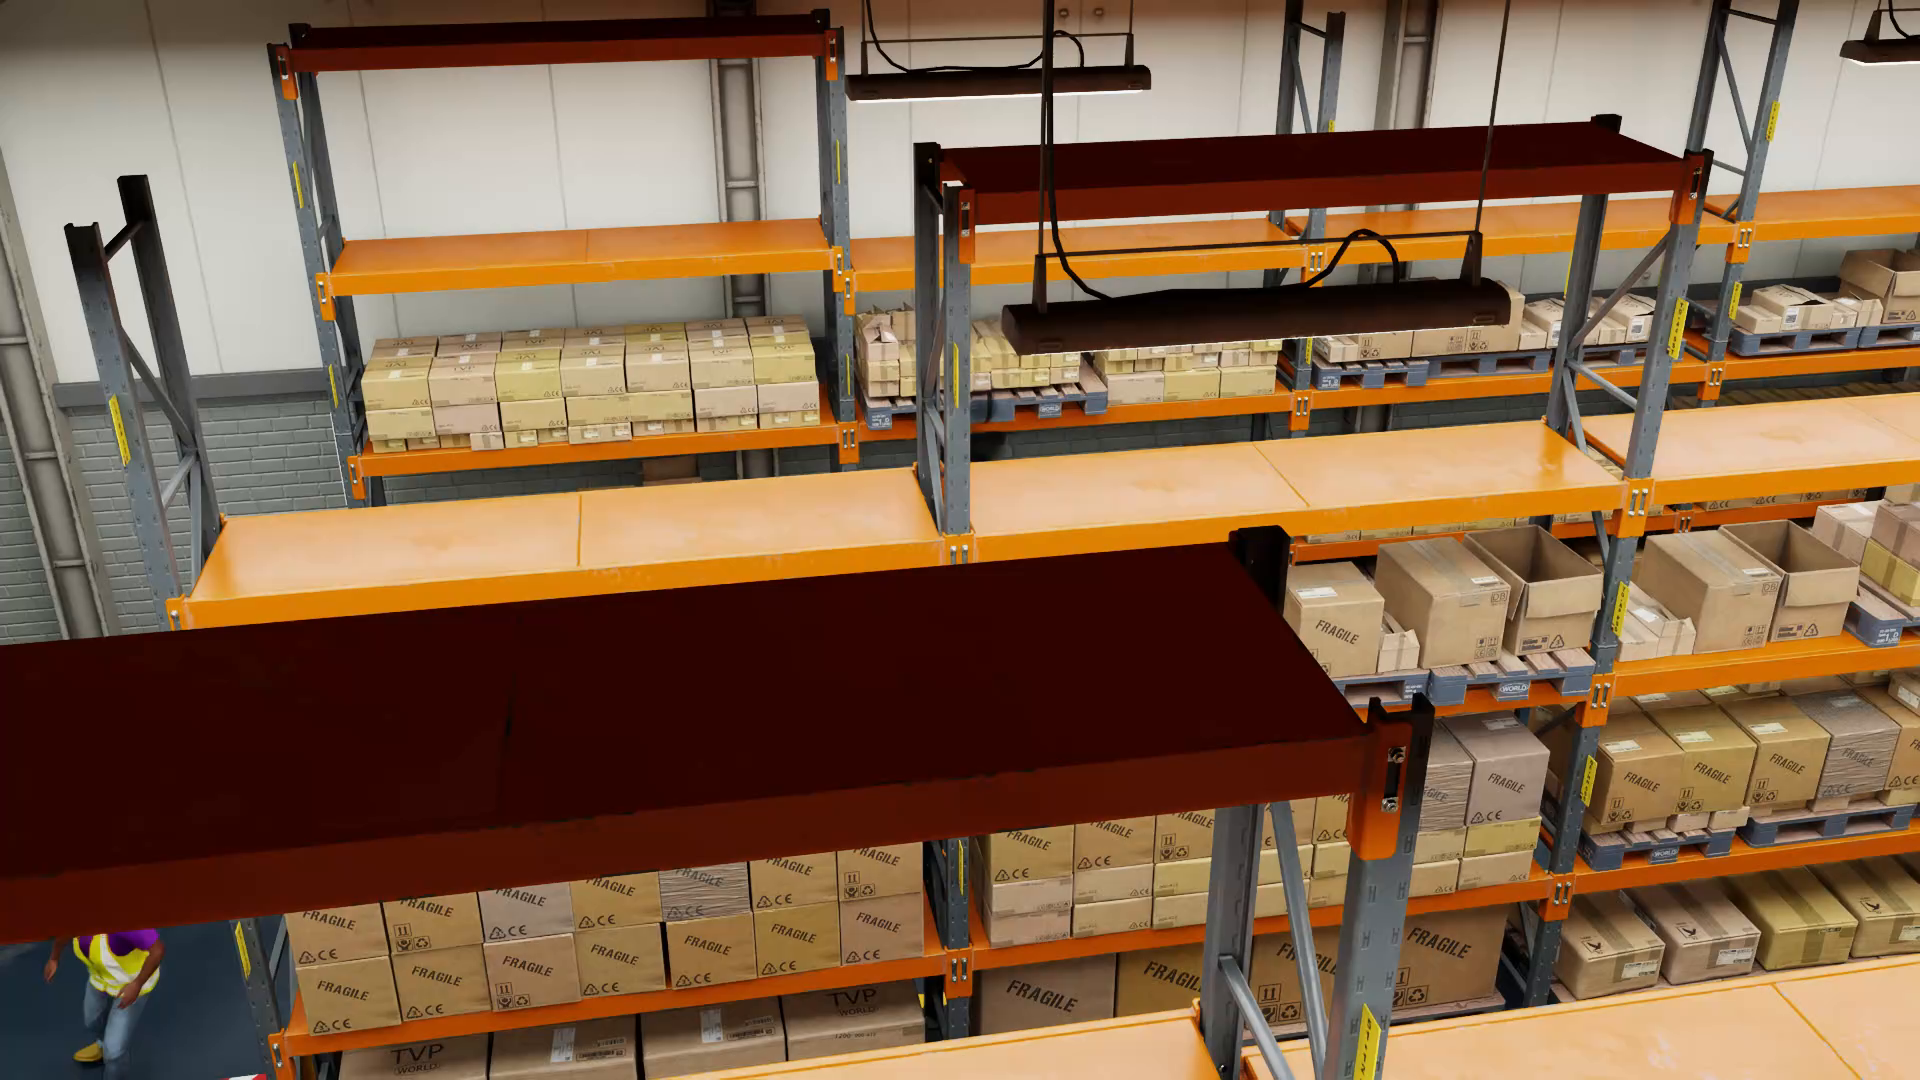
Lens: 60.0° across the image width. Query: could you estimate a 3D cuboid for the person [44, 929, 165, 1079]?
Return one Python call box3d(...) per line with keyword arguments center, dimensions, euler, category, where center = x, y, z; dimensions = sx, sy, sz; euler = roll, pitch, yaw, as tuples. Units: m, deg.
box3d(center=(-5.454, 2.839, 10.481), dimensions=(0.961, 1.715, 0.654), euler=(9, 27, 17), category="person")
